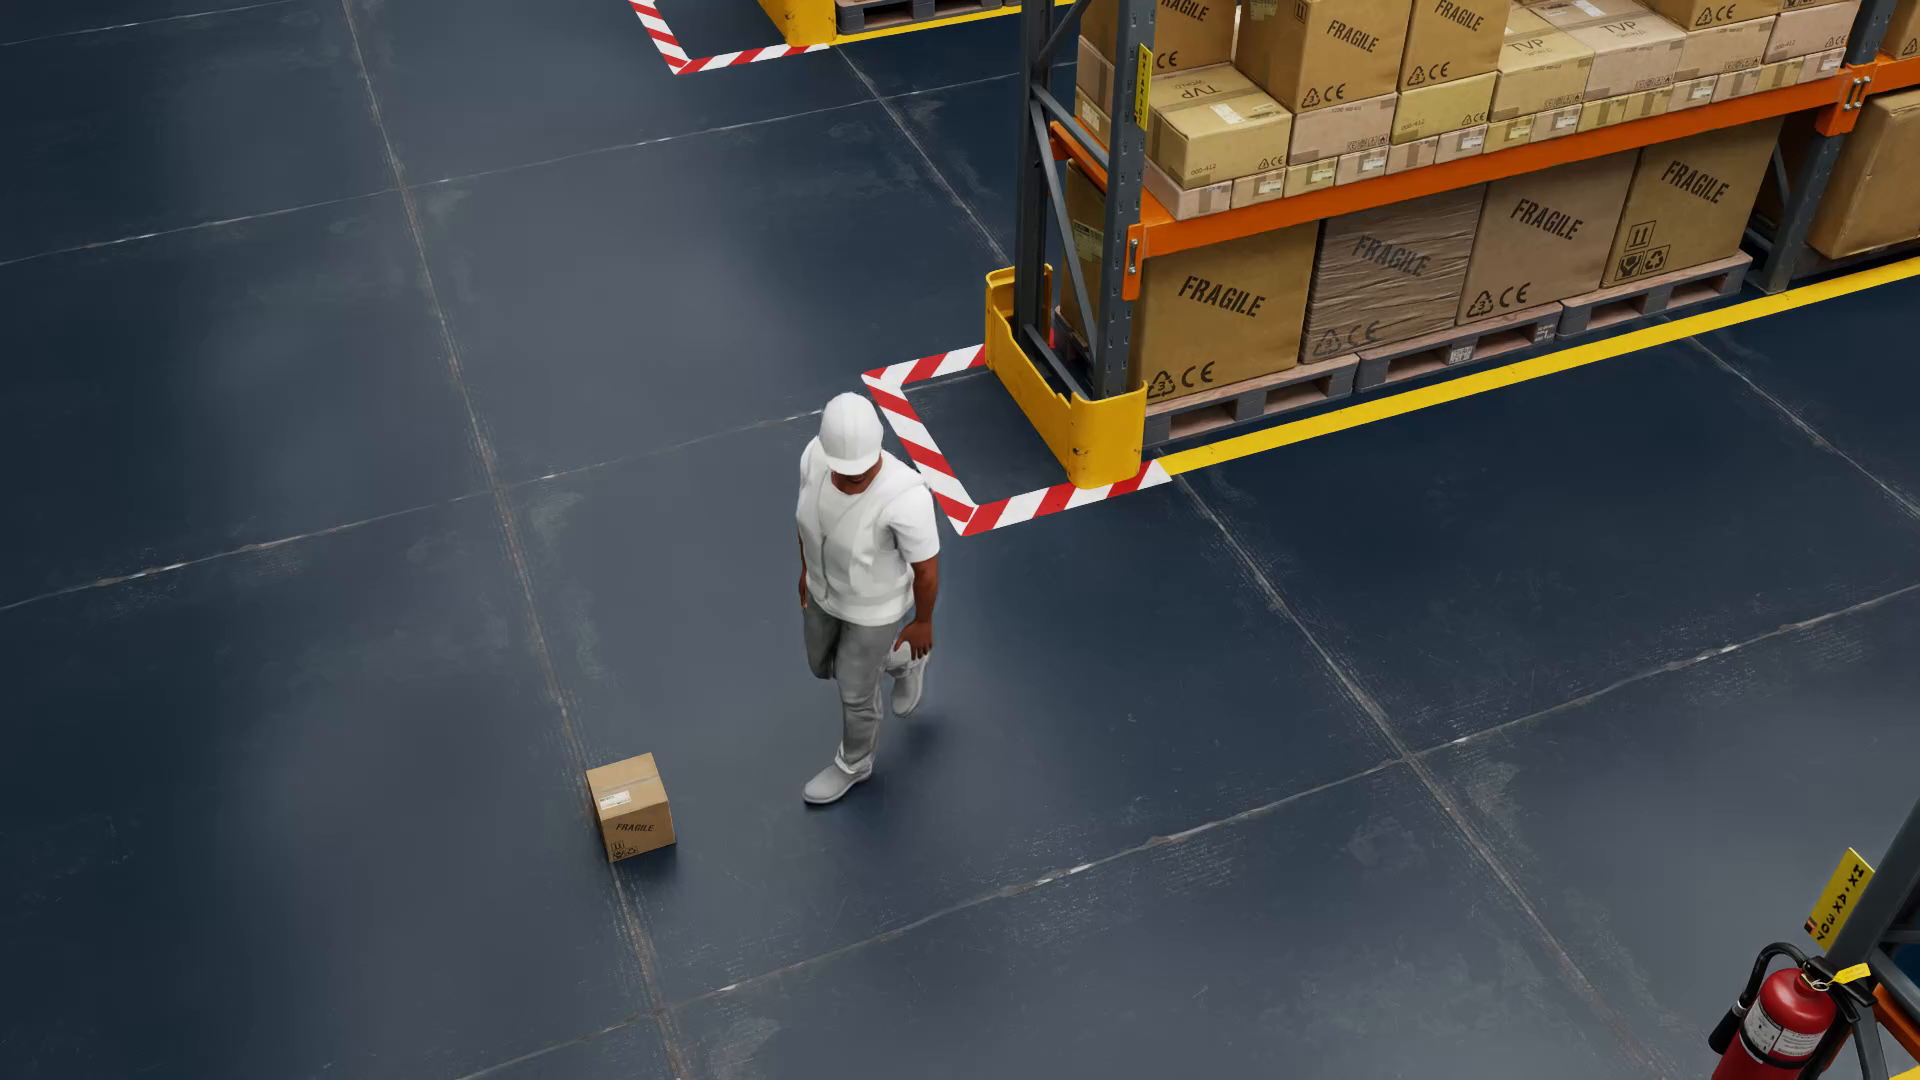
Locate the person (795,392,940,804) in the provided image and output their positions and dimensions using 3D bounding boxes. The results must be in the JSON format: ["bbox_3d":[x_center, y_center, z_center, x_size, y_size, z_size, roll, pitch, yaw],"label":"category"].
[{"bbox_3d":[-0.330,0.177,5.924,0.727,1.761,0.582,-32,51,-31],"label":"person"}]
